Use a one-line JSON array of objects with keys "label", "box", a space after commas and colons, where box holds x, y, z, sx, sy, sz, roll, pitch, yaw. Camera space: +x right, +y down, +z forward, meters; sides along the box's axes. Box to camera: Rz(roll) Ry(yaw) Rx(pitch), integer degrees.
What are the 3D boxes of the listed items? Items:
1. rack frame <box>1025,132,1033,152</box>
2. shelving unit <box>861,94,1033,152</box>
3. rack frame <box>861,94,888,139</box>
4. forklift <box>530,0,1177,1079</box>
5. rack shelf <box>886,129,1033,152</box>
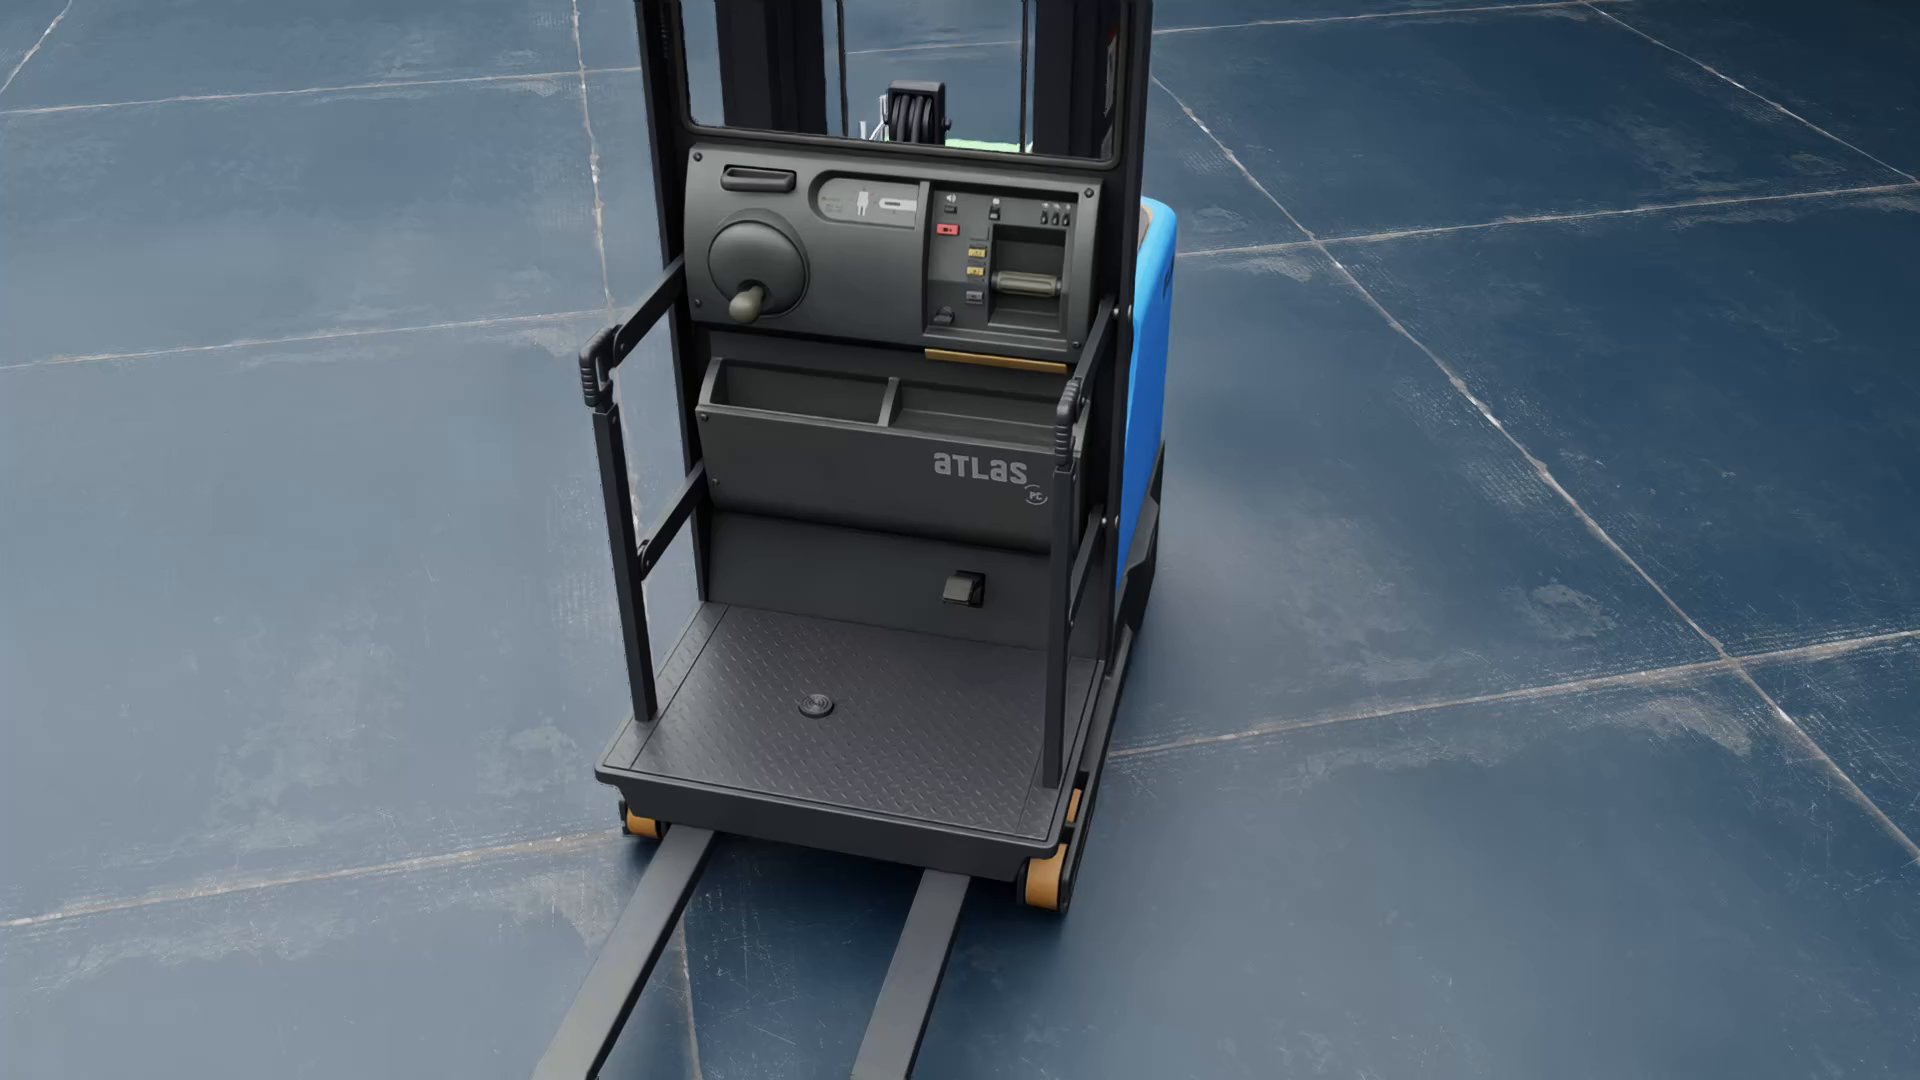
[{"label": "rack frame", "box": [0.214, -0.755, 5.298, 0.015, 1.200, 0.240, 7, 35, 11]}, {"label": "shelving unit", "box": [-0.024, -0.786, 5.344, 0.503, 1.200, 0.258, 7, 35, 11]}, {"label": "rack frame", "box": [-0.261, -0.817, 5.391, 0.015, 1.200, 0.240, 7, 35, 11]}, {"label": "forklift", "box": [-0.209, -0.578, 3.481, 1.130, 2.935, 3.031, 8, 35, 11]}, {"label": "rack shelf", "box": [-0.024, -1.131, 5.112, 0.480, 0.148, 0.258, 7, 35, 11]}]
